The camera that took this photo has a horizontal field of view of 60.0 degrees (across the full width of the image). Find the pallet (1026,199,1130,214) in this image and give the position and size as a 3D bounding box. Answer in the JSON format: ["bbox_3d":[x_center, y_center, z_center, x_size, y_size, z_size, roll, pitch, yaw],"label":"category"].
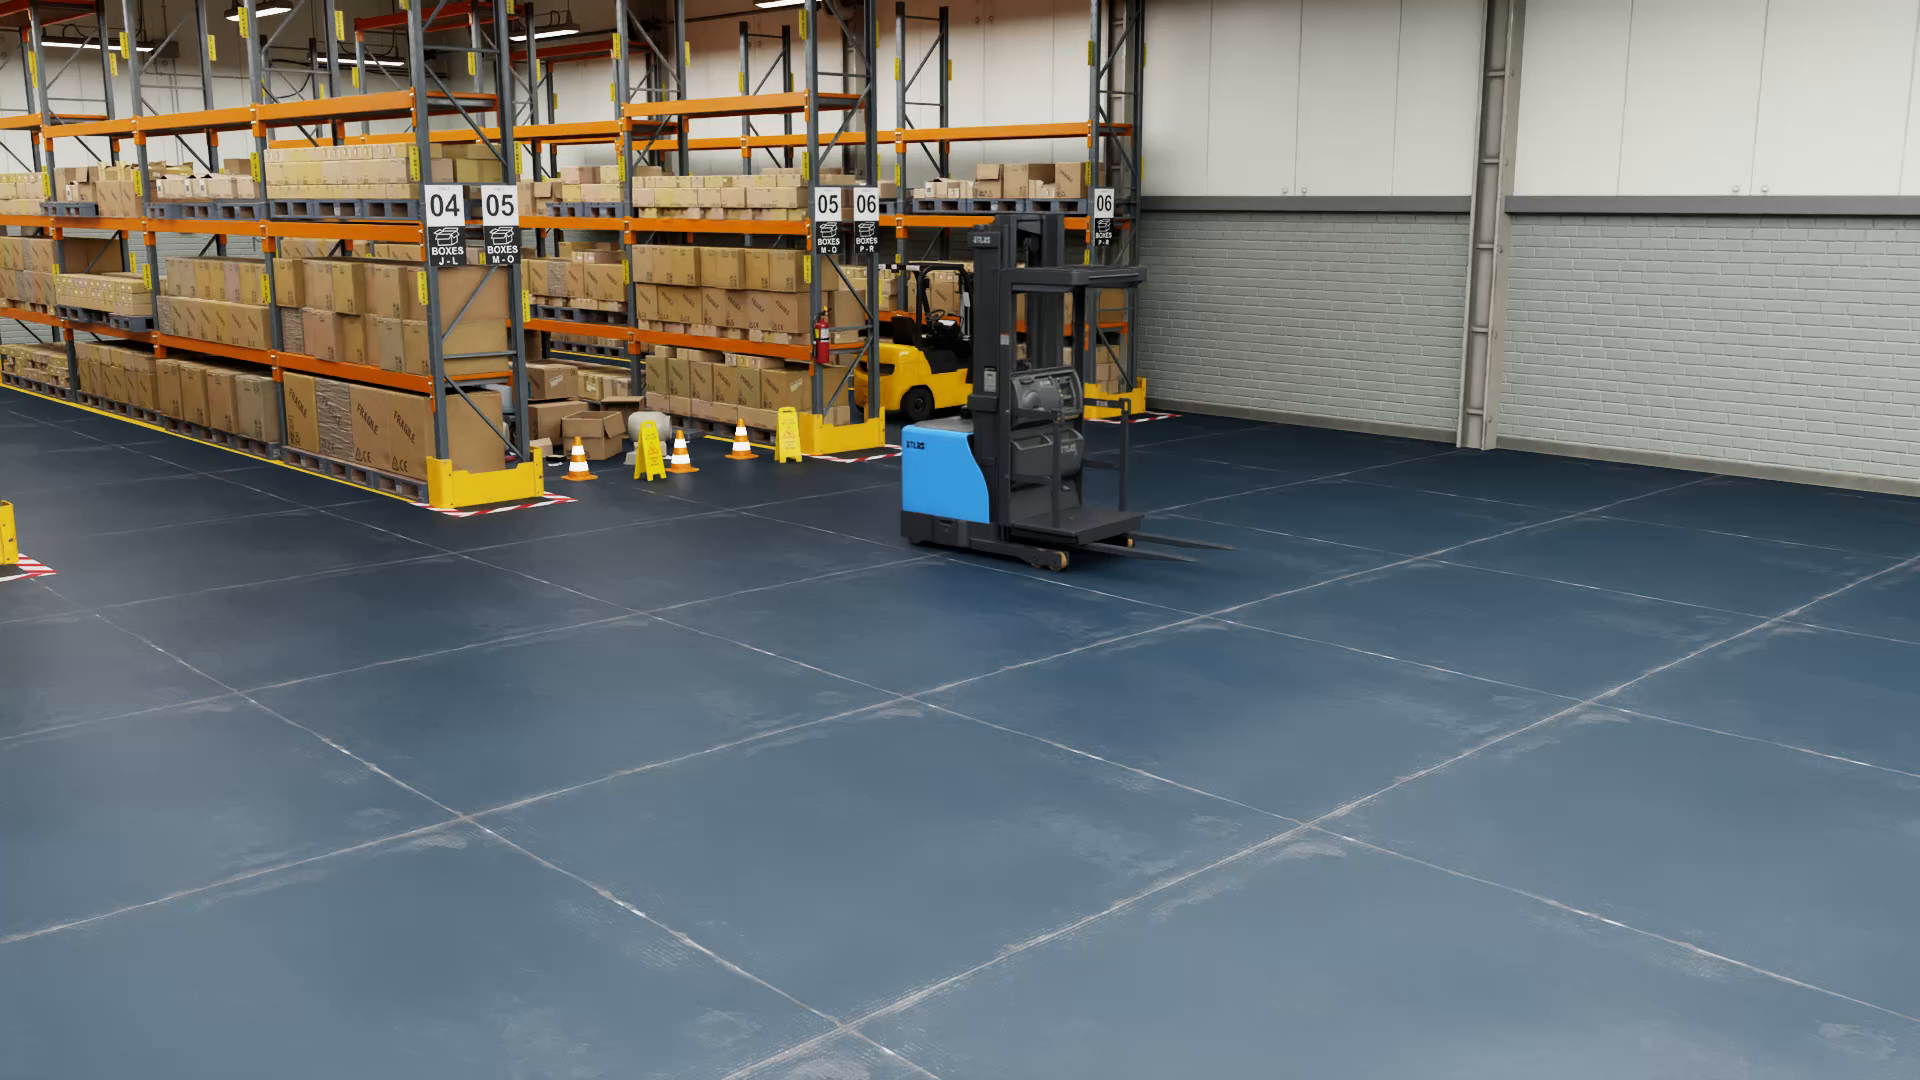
[{"bbox_3d":[1.710,-4.816,23.977,1.003,0.211,1.213,-11,16,-43],"label":"pallet"}]

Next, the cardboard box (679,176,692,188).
[{"bbox_3d":[-3.442,-4.675,21.721,0.250,0.149,0.380,11,16,43],"label":"cardboard box"}]

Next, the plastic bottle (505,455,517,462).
[{"bbox_3d":[-5.408,-0.967,19.790,0.133,0.061,0.283,6,13,26],"label":"plastic bottle"}]

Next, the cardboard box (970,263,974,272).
[{"bbox_3d":[0.370,-4.115,25.195,0.380,0.149,0.250,-11,16,-43],"label":"cardboard box"}]

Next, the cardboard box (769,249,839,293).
[{"bbox_3d":[-1.919,-3.320,20.466,0.500,0.500,0.700,11,16,44],"label":"cardboard box"}]

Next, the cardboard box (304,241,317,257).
[{"bbox_3d":[-11.609,-5.207,30.363,0.500,0.500,0.500,-11,16,-43],"label":"cardboard box"}]

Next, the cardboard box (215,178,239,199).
[{"bbox_3d":[-8.692,-4.270,20.193,0.500,0.250,0.500,-11,16,-43],"label":"cardboard box"}]

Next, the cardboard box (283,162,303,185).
[{"bbox_3d":[-7.196,-4.083,18.545,0.500,0.250,0.500,-11,16,-43],"label":"cardboard box"}]

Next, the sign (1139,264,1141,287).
[{"bbox_3d":[2.585,-3.823,24.029,0.100,0.325,0.005,-11,16,-43],"label":"sign"}]

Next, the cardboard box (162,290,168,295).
[{"bbox_3d":[-11.007,-3.459,23.449,0.250,0.149,0.380,11,16,43],"label":"cardboard box"}]

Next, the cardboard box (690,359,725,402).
[{"bbox_3d":[-3.223,-2.125,22.046,0.500,0.500,0.500,-10,15,-40],"label":"cardboard box"}]

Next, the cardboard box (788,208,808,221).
[{"bbox_3d":[-1.857,-3.950,20.179,0.380,0.149,0.250,-11,16,-42],"label":"cardboard box"}]

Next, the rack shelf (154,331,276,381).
[{"bbox_3d":[-9.062,-2.410,21.296,1.077,0.370,4.000,-11,16,-43],"label":"rack shelf"}]

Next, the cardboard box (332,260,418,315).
[{"bbox_3d":[-6.342,-2.776,18.241,0.875,0.550,0.500,-11,16,-43],"label":"cardboard box"}]

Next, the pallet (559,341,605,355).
[{"bbox_3d":[-7.428,-3.947,33.886,1.003,0.211,1.213,-11,16,-43],"label":"pallet"}]

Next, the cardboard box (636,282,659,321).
[{"bbox_3d":[-4.068,-3.266,22.686,0.500,0.500,0.500,-11,16,-43],"label":"cardboard box"}]

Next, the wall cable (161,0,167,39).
[{"bbox_3d":[-17.345,-11.741,33.584,2.355,3.000,0.029,-11,16,-43],"label":"wall cable"}]

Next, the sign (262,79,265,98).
[{"bbox_3d":[-12.863,-8.323,30.640,0.100,0.325,0.005,-11,16,-43],"label":"sign"}]

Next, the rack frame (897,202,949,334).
[{"bbox_3d":[-0.583,-3.867,26.586,1.000,3.000,0.127,-11,16,-43],"label":"rack frame"}]

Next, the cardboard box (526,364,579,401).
[{"bbox_3d":[-5.437,-2.069,22.177,0.500,0.500,0.500,-11,16,-43],"label":"cardboard box"}]

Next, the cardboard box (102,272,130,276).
[{"bbox_3d":[-12.787,-3.980,25.244,0.380,0.149,0.250,-10,15,-40],"label":"cardboard box"}]

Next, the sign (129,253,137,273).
[{"bbox_3d":[-12.806,-4.283,25.735,0.100,0.325,0.005,-11,16,-43],"label":"sign"}]

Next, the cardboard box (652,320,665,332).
[{"bbox_3d":[-3.973,-2.931,22.668,0.380,0.149,0.250,-10,15,-41],"label":"cardboard box"}]

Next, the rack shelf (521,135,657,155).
[{"bbox_3d":[-7.489,-7.911,33.138,1.077,0.370,4.000,-11,16,-43],"label":"rack shelf"}]

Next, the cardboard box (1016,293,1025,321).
[{"bbox_3d":[0.944,-3.519,24.650,0.500,0.500,0.500,-11,16,-44],"label":"cardboard box"}]

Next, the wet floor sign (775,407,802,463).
[{"bbox_3d":[-2.051,-1.261,19.772,0.267,0.644,0.232,-5,13,-23],"label":"wet floor sign"}]

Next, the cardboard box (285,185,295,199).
[{"bbox_3d":[-7.324,-3.896,18.629,0.380,0.149,0.250,-11,16,-43],"label":"cardboard box"}]

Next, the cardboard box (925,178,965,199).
[{"bbox_3d":[-0.185,-5.392,25.486,0.500,0.311,0.500,-10,16,-41],"label":"cardboard box"}]

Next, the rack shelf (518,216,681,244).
[{"bbox_3d":[-5.552,-4.584,24.413,1.077,0.370,4.000,-11,16,-43],"label":"rack shelf"}]

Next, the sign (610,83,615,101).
[{"bbox_3d":[-6.513,-8.396,31.192,0.100,0.325,0.005,-11,16,-43],"label":"sign"}]

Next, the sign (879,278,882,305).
[{"bbox_3d":[-1.016,-3.091,20.673,0.100,0.325,0.005,-11,16,-43],"label":"sign"}]

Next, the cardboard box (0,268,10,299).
[{"bbox_3d":[-15.469,-4.238,27.400,0.500,0.500,0.500,-11,16,-42],"label":"cardboard box"}]

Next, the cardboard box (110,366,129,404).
[{"bbox_3d":[-11.819,-2.246,23.873,0.500,0.500,0.500,11,16,43],"label":"cardboard box"}]

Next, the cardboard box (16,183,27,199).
[{"bbox_3d":[-14.422,-5.463,26.033,0.500,0.250,0.500,-10,15,-40],"label":"cardboard box"}]

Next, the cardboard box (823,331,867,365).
[{"bbox_3d":[-2.002,-3.208,28.232,0.625,0.625,0.875,11,16,43],"label":"cardboard box"}]

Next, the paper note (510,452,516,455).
[{"bbox_3d":[-5.419,-1.069,20.383,0.172,0.023,0.155,-5,13,-23],"label":"paper note"}]

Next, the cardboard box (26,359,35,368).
[{"bbox_3d":[-15.060,-2.915,27.253,0.250,0.149,0.380,11,16,42],"label":"cardboard box"}]

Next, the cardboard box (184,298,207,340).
[{"bbox_3d":[-9.627,-2.852,21.414,0.500,0.500,0.500,-11,16,-43],"label":"cardboard box"}]

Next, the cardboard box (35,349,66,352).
[{"bbox_3d":[-14.686,-2.986,26.859,0.380,0.149,0.250,-11,16,-42],"label":"cardboard box"}]

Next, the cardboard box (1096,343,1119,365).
[{"bbox_3d":[1.984,-2.729,24.356,0.500,0.250,0.500,-11,16,-43],"label":"cardboard box"}]

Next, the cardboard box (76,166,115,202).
[{"bbox_3d":[-12.234,-5.120,23.935,0.797,0.503,0.637,-11,16,-43],"label":"cardboard box"}]

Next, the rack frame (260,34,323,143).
[{"bbox_3d":[-12.457,-7.864,31.122,1.000,3.000,0.127,-11,16,-43],"label":"rack frame"}]

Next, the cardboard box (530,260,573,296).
[{"bbox_3d":[-6.053,-3.909,24.766,0.500,0.500,0.500,-11,16,-42],"label":"cardboard box"}]

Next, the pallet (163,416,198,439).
[{"bbox_3d":[-9.953,-1.563,22.312,1.003,0.211,1.213,-11,16,-43],"label":"pallet"}]

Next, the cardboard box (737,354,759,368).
[{"bbox_3d":[-2.623,-2.297,21.273,0.380,0.149,0.250,-11,16,-42],"label":"cardboard box"}]

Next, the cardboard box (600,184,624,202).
[{"bbox_3d":[-4.678,-4.841,23.212,0.500,0.250,0.500,-11,16,-44],"label":"cardboard box"}]

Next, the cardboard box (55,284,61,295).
[{"bbox_3d":[-13.266,-3.745,24.837,0.380,0.149,0.250,-11,16,-42],"label":"cardboard box"}]

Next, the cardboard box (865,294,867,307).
[{"bbox_3d":[-1.471,-3.903,27.134,0.500,0.250,0.500,-11,16,-43],"label":"cardboard box"}]

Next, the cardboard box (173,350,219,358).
[{"bbox_3d":[-10.744,-2.537,23.427,0.500,0.250,0.500,11,16,43],"label":"cardboard box"}]

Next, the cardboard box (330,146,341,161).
[{"bbox_3d":[-6.450,-4.102,17.652,0.380,0.149,0.250,-11,16,-42],"label":"cardboard box"}]

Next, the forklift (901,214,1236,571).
[{"bbox_3d":[0.919,-1.294,14.267,3.031,2.935,1.130,9,15,39],"label":"forklift"}]
